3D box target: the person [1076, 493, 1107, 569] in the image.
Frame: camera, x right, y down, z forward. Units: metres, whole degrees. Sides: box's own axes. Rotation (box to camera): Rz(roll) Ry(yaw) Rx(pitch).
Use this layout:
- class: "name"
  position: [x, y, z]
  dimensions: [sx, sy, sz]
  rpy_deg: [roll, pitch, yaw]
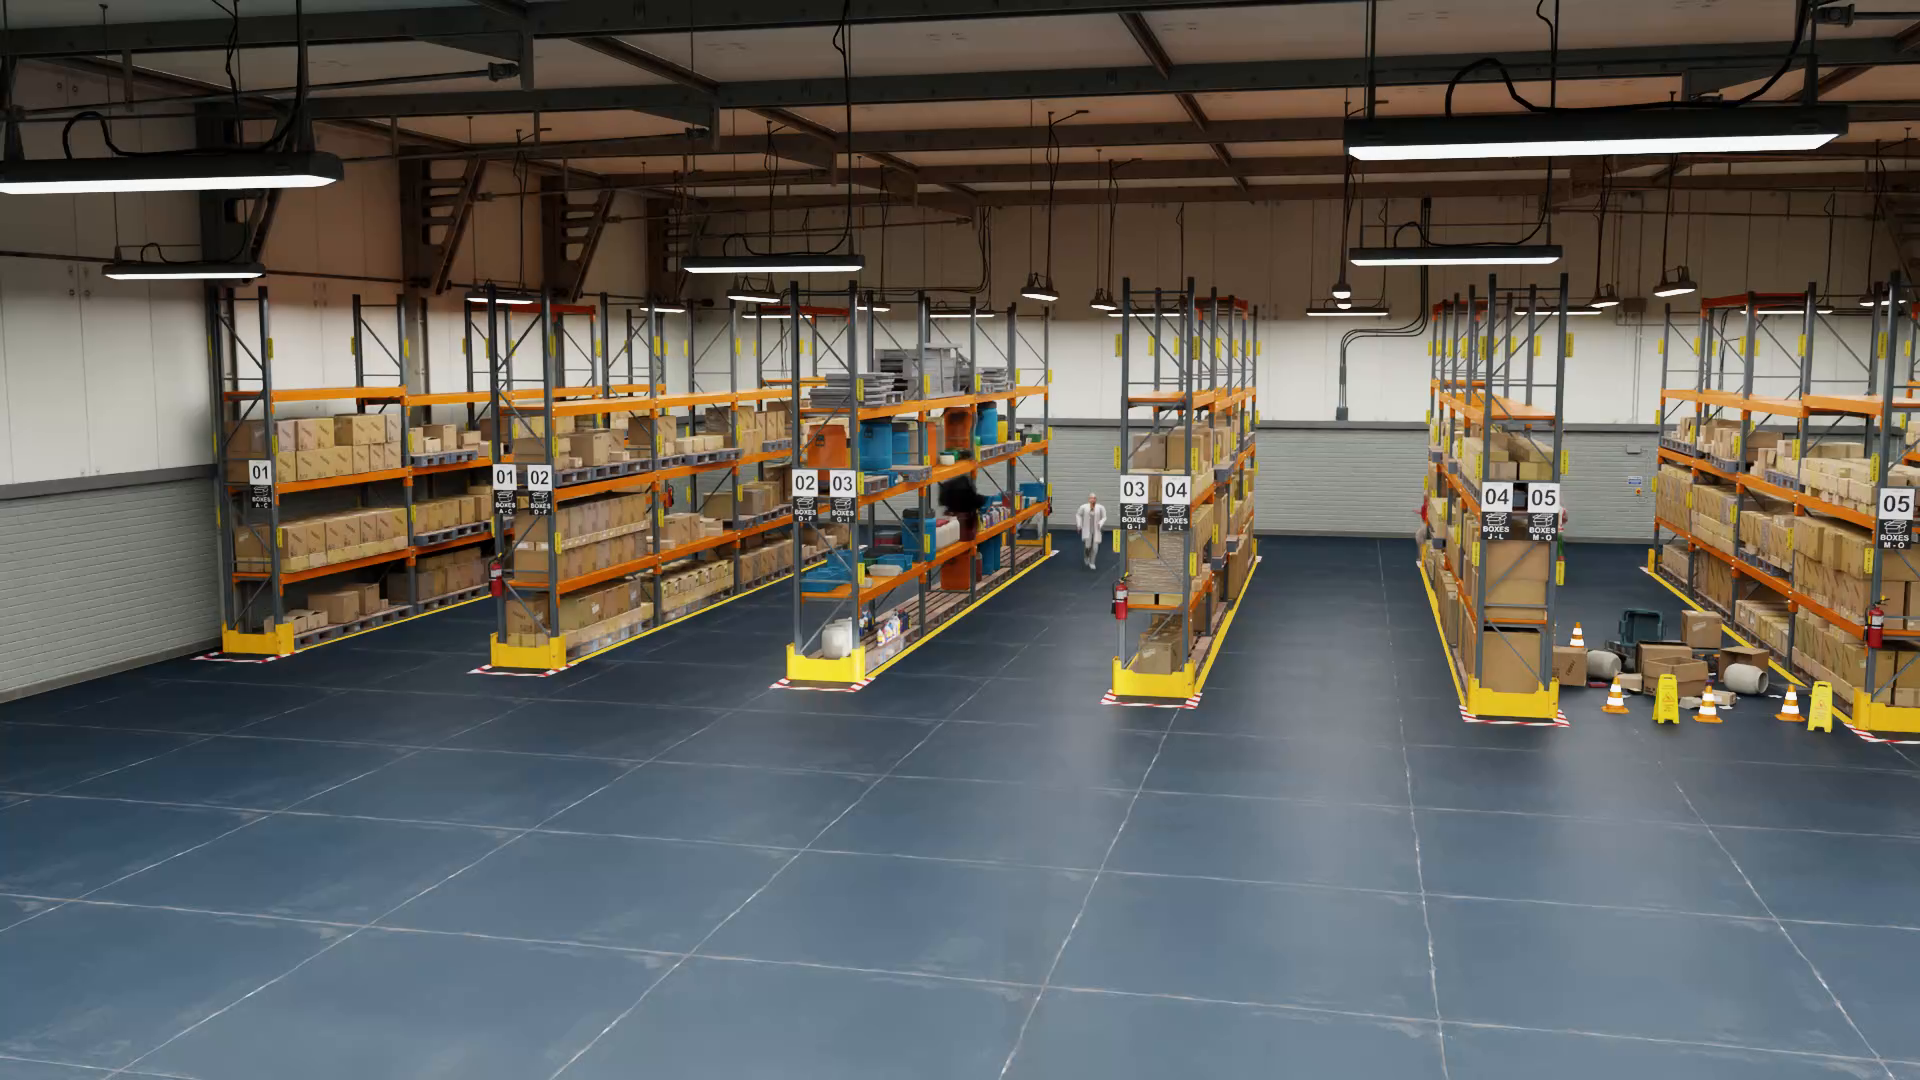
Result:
- class: "person"
  position: [2.991, -0.195, 37.781]
  dimensions: [0.696, 1.729, 0.665]
  rpy_deg: [0, 7, 2]

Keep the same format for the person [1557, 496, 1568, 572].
- class: "person"
  position: [13.142, -0.113, 36.728]
  dimensions: [0.637, 1.833, 0.816]
  rpy_deg: [-1, 7, -10]

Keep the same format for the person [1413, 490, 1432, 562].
- class: "person"
  position: [11.101, -0.330, 39.229]
  dimensions: [0.842, 1.764, 0.675]
  rpy_deg: [2, 7, 13]

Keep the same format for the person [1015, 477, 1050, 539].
- class: "person"
  position: [1.851, -0.787, 43.329]
  dimensions: [1.057, 1.711, 0.743]
  rpy_deg: [3, 7, 21]
